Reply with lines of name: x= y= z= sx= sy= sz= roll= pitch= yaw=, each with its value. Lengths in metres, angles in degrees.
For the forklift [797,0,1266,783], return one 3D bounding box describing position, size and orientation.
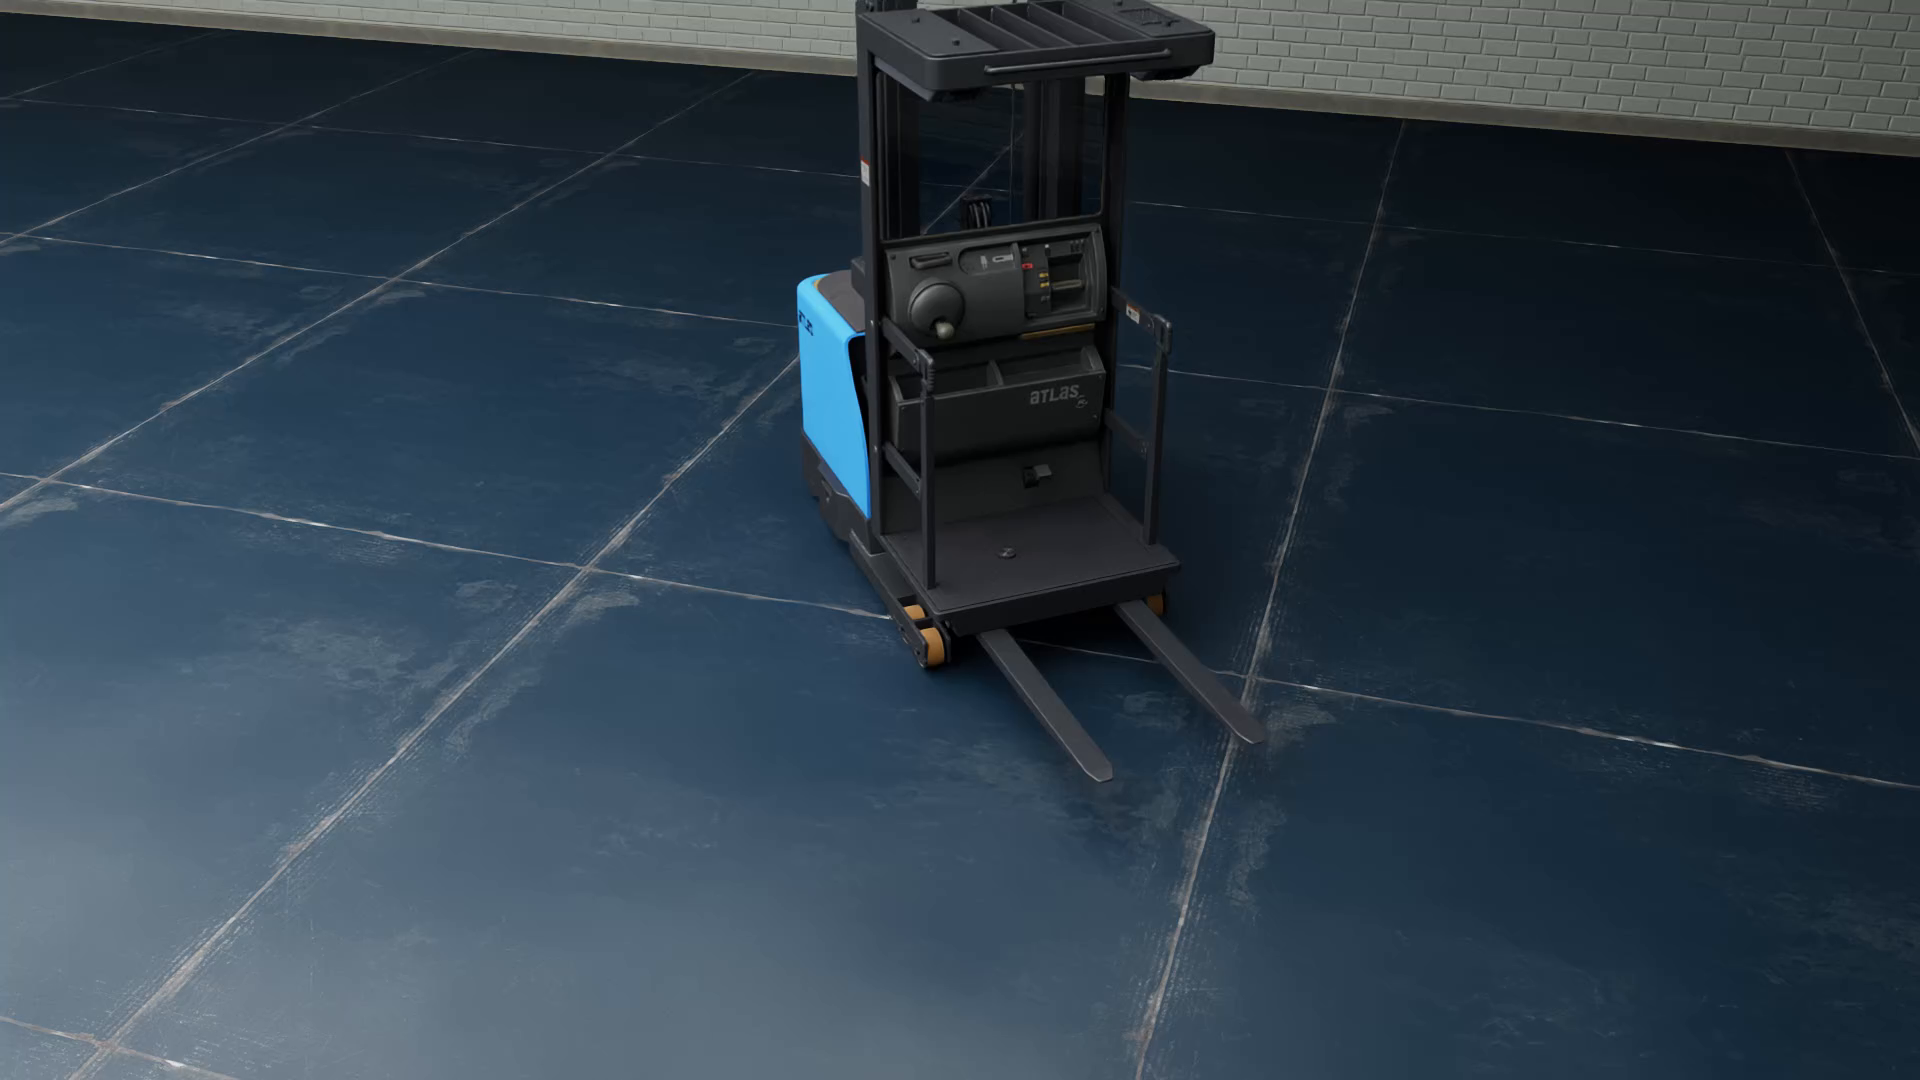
forklift: x=0.238 y=-0.988 z=6.511 sx=1.130 sy=2.935 sz=3.031 roll=-11 pitch=31 yaw=-19
